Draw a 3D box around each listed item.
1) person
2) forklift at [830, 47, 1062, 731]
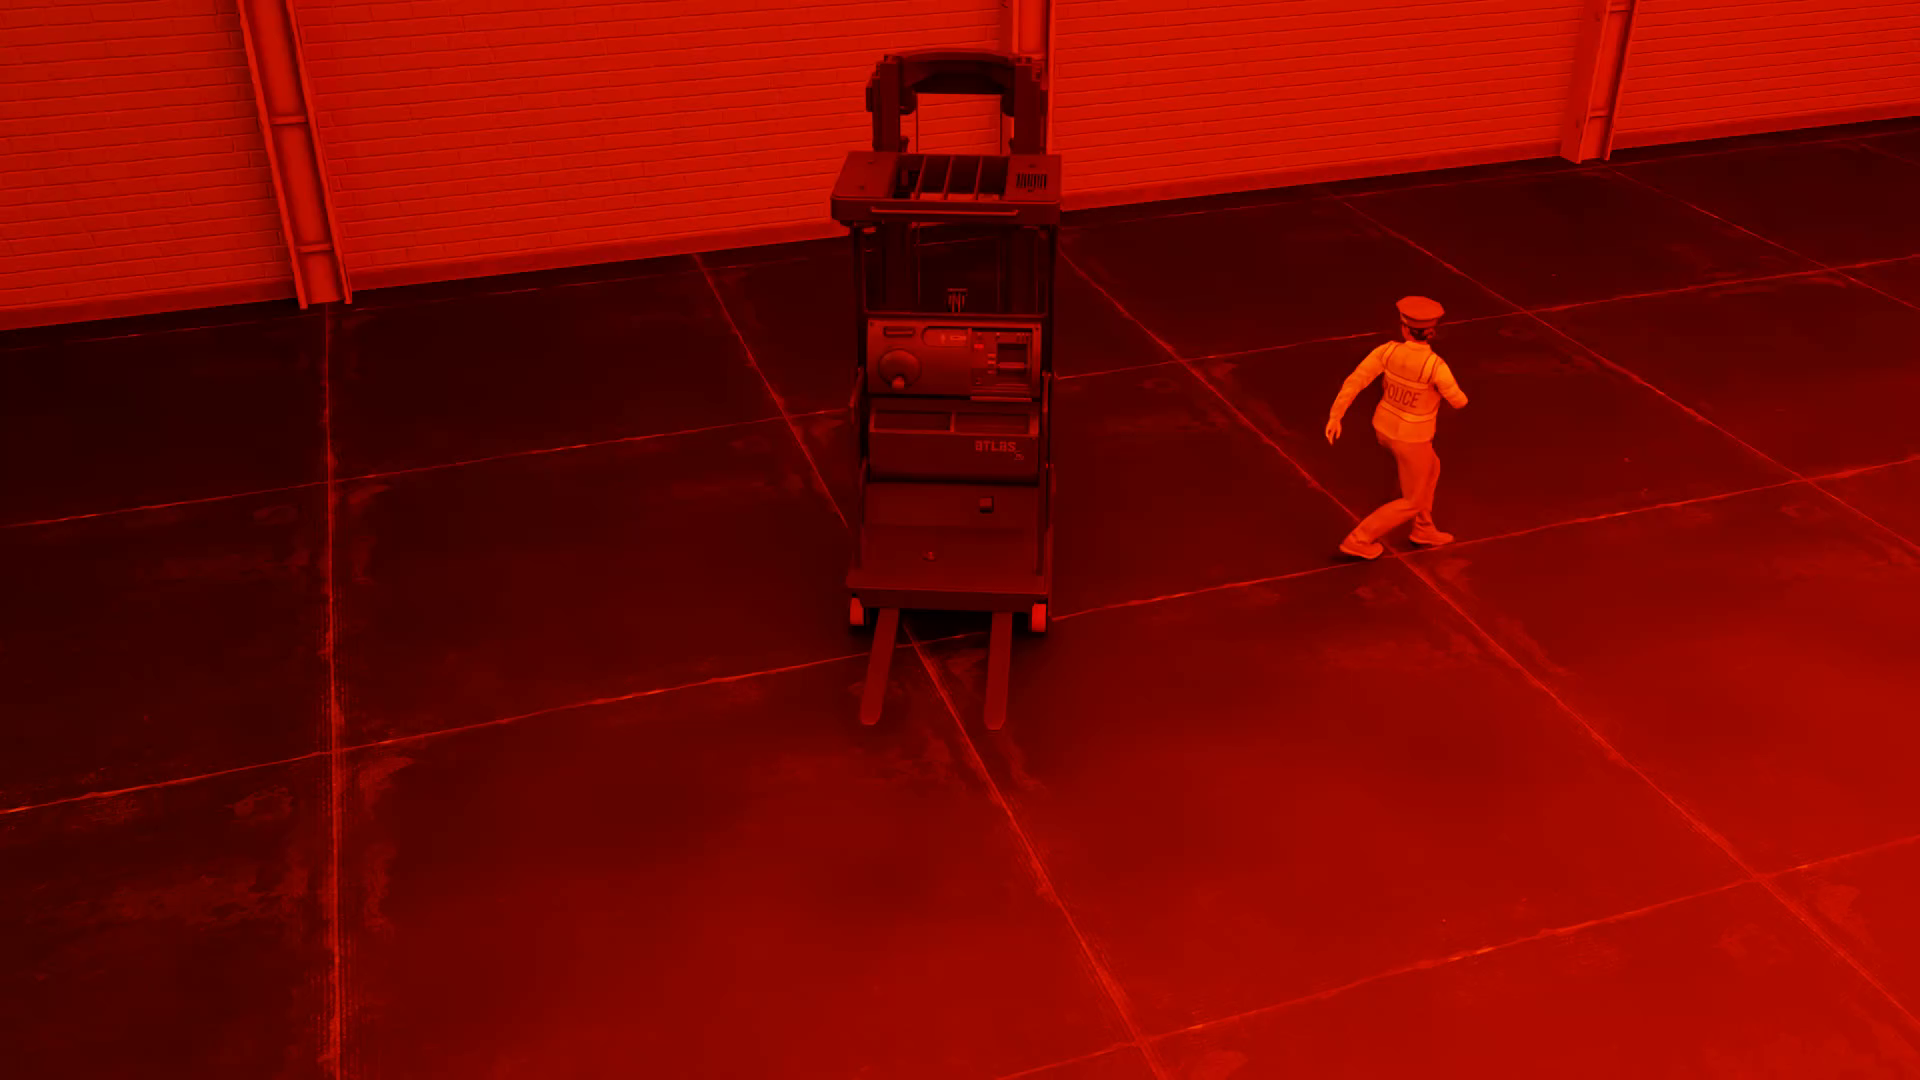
[{"bbox_3d":[2.563,-0.628,9.572,0.845,1.588,0.517,-13,32,-22],"label":"person"},{"bbox_3d":[-0.044,-0.929,8.702,1.130,2.935,3.031,2,30,3],"label":"forklift"}]
